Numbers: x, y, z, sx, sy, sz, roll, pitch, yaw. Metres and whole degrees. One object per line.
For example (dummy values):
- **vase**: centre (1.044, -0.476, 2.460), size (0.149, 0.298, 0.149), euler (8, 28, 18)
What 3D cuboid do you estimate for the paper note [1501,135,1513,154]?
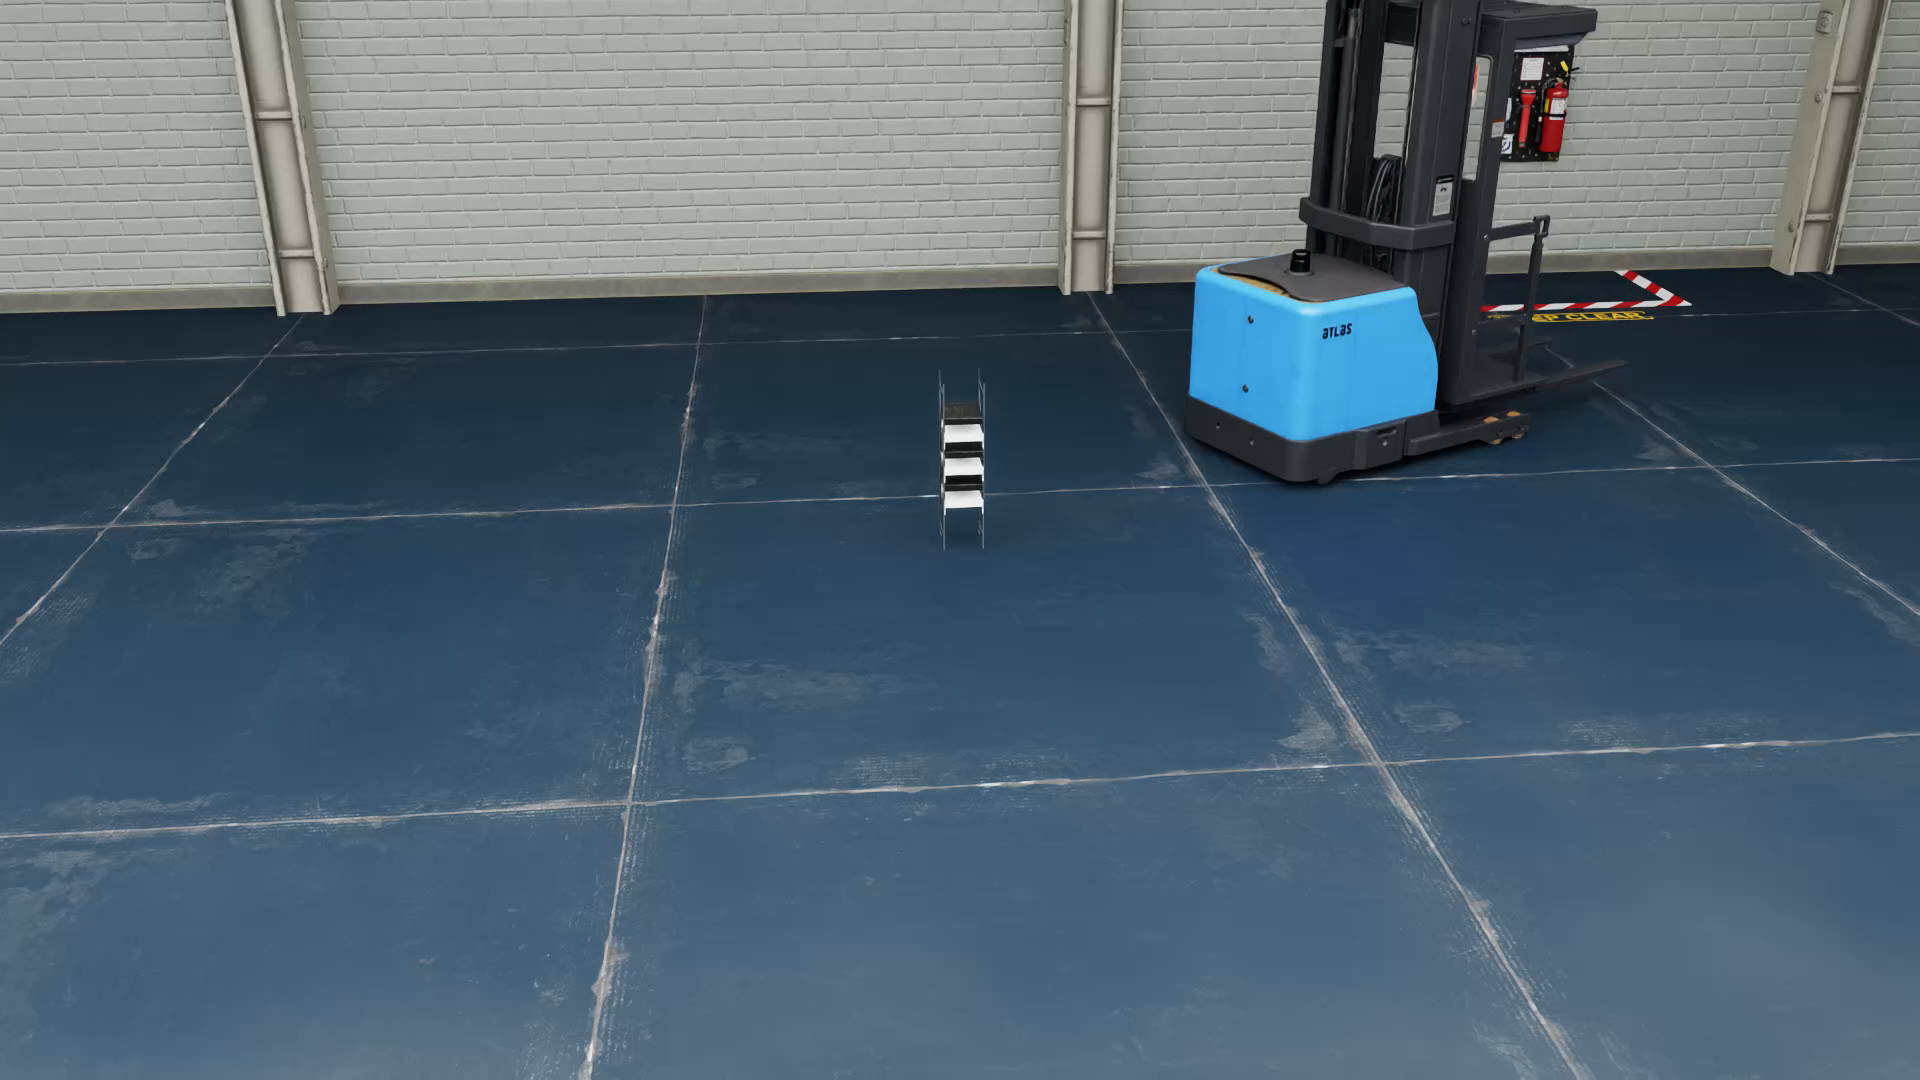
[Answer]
- **paper note**: centre (4.322, -3.147, 13.221), size (0.142, 0.148, 0.016), euler (-2, 24, -5)

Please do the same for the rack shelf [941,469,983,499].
- **rack shelf**: centre (0.008, -0.299, 8.618), size (0.200, 0.077, 0.258), euler (-2, 24, -5)

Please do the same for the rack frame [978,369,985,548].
- **rack frame**: centre (0.109, -0.416, 8.577), size (0.006, 0.900, 0.240), euler (-2, 24, -5)

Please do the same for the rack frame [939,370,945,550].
- **rack frame**: centre (-0.093, -0.407, 8.559), size (0.006, 0.900, 0.240), euler (-2, 24, -5)

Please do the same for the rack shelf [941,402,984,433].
- **rack shelf**: centre (0.008, -0.628, 8.472), size (0.200, 0.077, 0.258), euler (-2, 24, -5)

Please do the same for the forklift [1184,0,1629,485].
- **forklift**: centre (2.881, -2.083, 9.828), size (3.031, 2.935, 1.130), euler (-14, 28, -28)

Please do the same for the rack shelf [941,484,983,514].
- **rack shelf**: centre (0.008, -0.217, 8.655), size (0.200, 0.077, 0.258), euler (-2, 24, -5)

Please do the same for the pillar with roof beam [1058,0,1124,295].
- **pillar with roof beam**: centre (1.420, -4.374, 7.510), size (0.400, 9.000, 9.100), euler (-2, 24, -5)

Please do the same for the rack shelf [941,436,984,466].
- **rack shelf**: centre (0.008, -0.463, 8.545), size (0.200, 0.077, 0.258), euler (-2, 24, -5)

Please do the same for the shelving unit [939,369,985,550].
- **shelving unit**: centre (0.008, -0.412, 8.568), size (0.210, 0.900, 0.258), euler (-2, 24, -5)

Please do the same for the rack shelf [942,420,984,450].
- **rack shelf**: centre (0.008, -0.546, 8.508), size (0.200, 0.077, 0.258), euler (-2, 24, -5)

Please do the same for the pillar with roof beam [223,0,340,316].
- **pillar with roof beam**: centre (-4.551, -4.134, 6.972), size (0.400, 9.000, 9.100), euler (-2, 24, -5)

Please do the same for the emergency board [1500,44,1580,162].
- **emergency board**: centre (4.505, -3.528, 12.995), size (0.643, 1.169, 0.194), euler (-2, 24, -5)

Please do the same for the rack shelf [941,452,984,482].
- **rack shelf**: centre (0.008, -0.381, 8.581), size (0.200, 0.077, 0.258), euler (-2, 24, -5)

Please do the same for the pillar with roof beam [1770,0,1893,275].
- **pillar with roof beam**: centre (7.391, -4.613, 8.049), size (0.400, 9.000, 9.100), euler (-2, 24, -5)

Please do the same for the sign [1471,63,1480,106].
- **sign**: centre (3.945, -3.564, 13.032), size (0.234, 0.329, 0.001), euler (-2, 24, -5)
